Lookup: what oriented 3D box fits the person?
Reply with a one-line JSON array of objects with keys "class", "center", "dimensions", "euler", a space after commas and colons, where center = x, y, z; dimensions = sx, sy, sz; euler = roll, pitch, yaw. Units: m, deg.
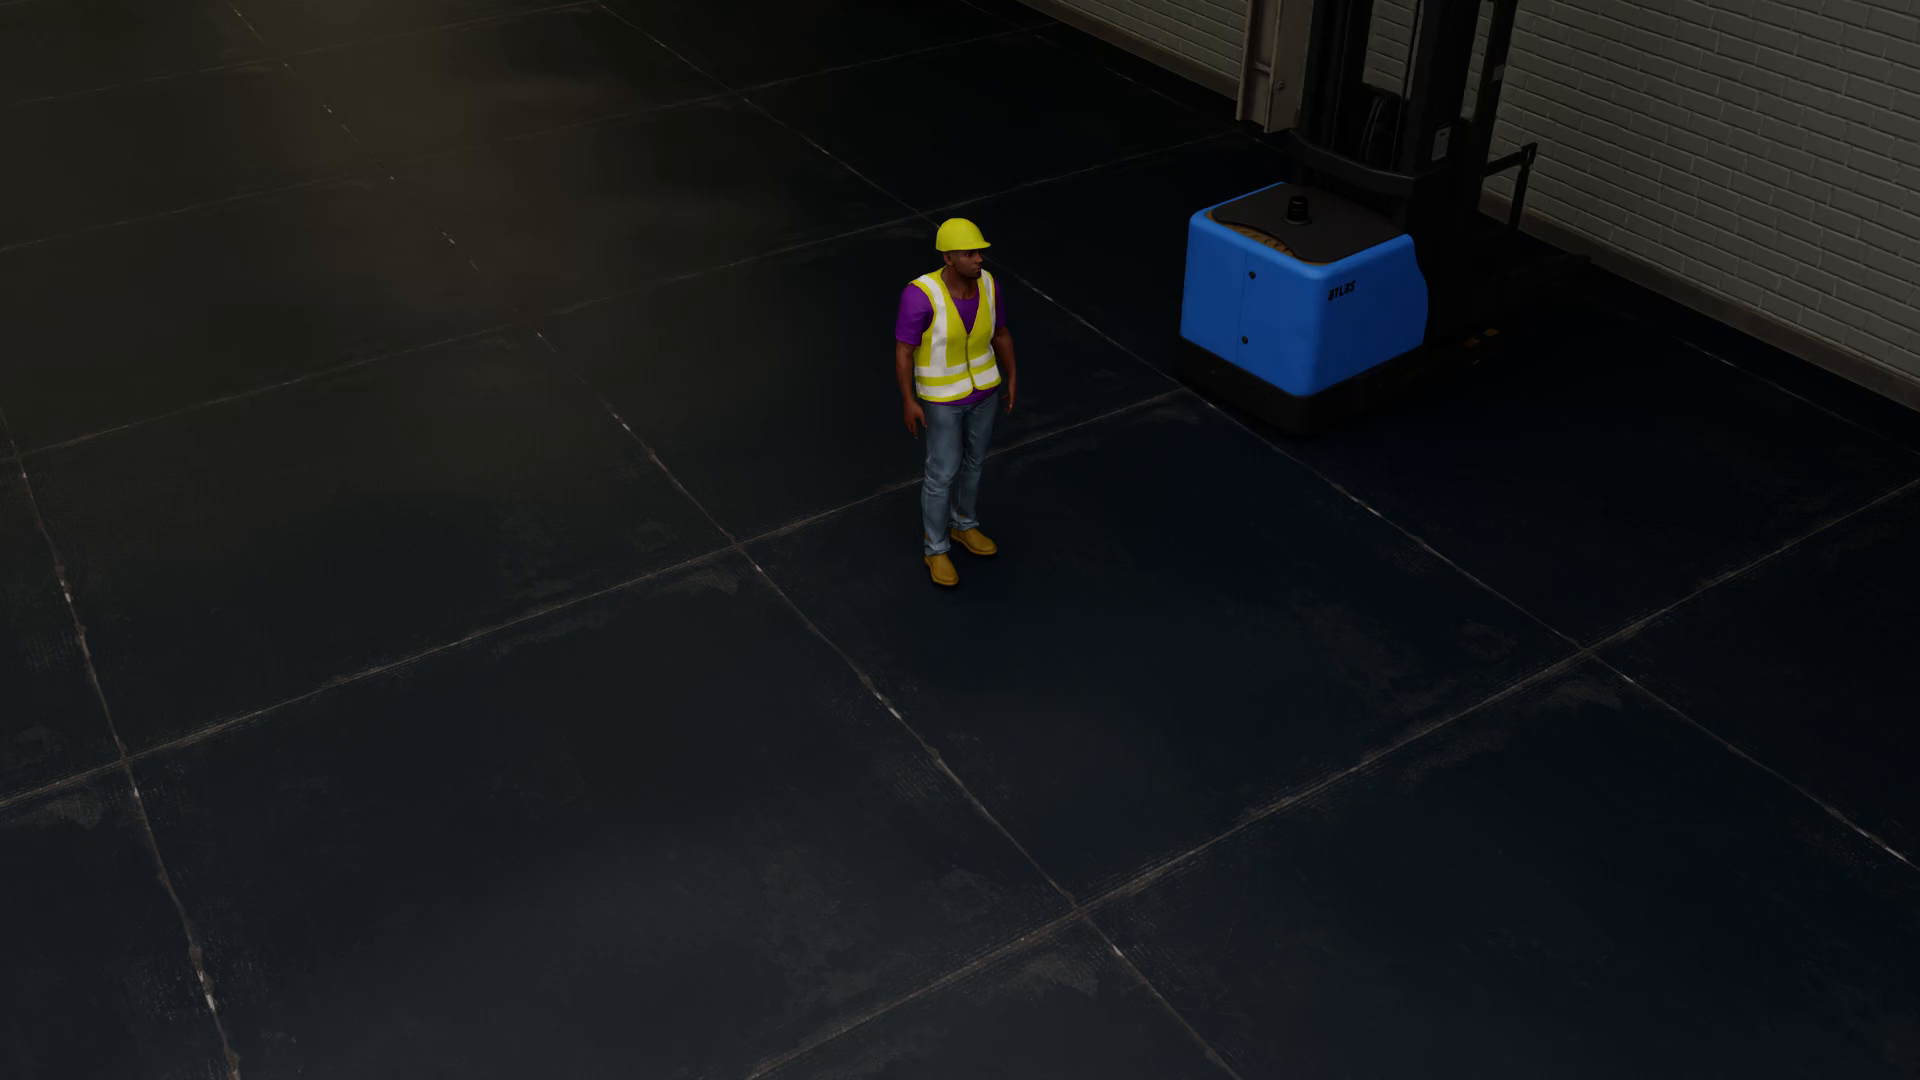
[{"class": "person", "center": [0.034, -0.693, 8.135], "dimensions": [0.666, 1.768, 0.575], "euler": [-21, 40, -27]}]

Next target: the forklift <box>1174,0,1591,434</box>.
[{"class": "forklift", "center": [2.766, -2.490, 9.691], "dimensions": [3.031, 2.935, 1.130], "euler": [-24, 42, -30]}]
